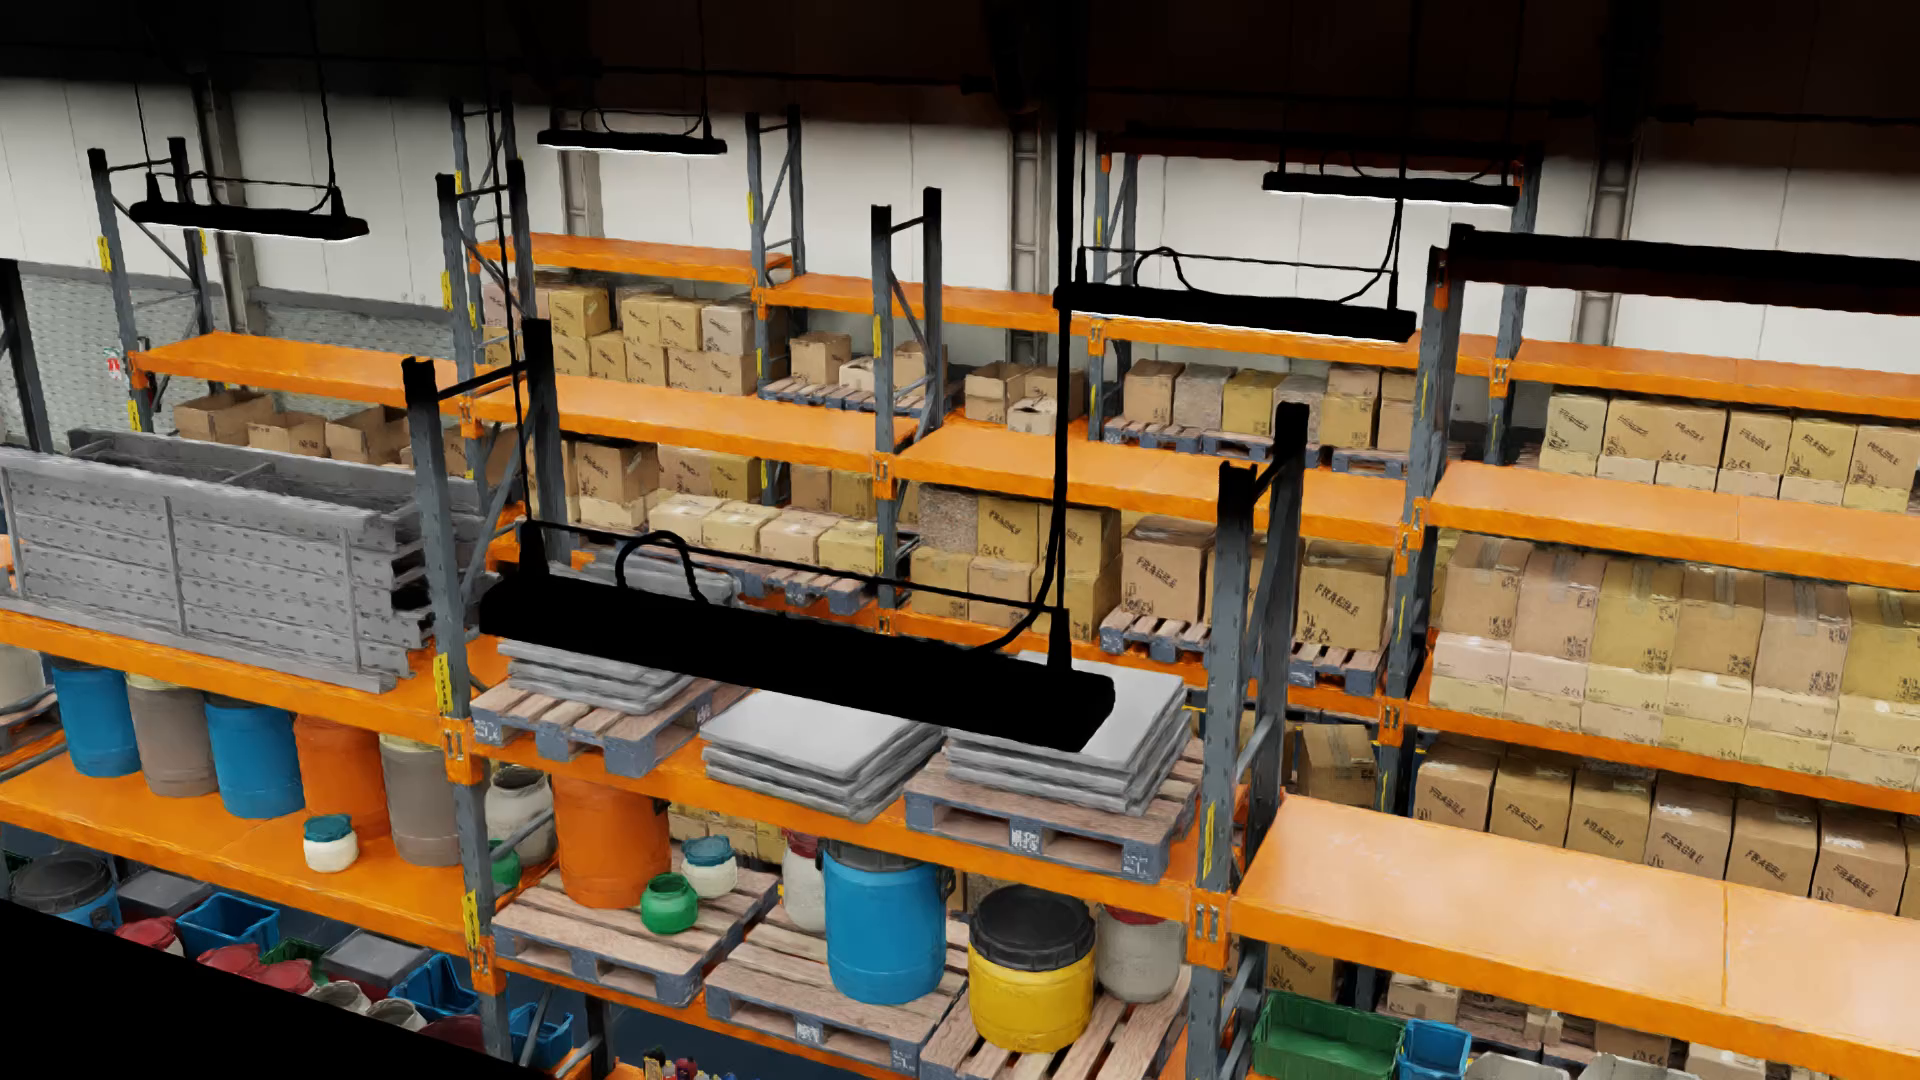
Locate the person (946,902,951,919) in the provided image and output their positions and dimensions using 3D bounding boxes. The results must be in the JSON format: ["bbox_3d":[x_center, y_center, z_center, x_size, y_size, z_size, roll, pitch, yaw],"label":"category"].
[{"bbox_3d":[-0.423,2.840,12.739,1.040,1.666,0.554,8,22,21],"label":"person"}]
